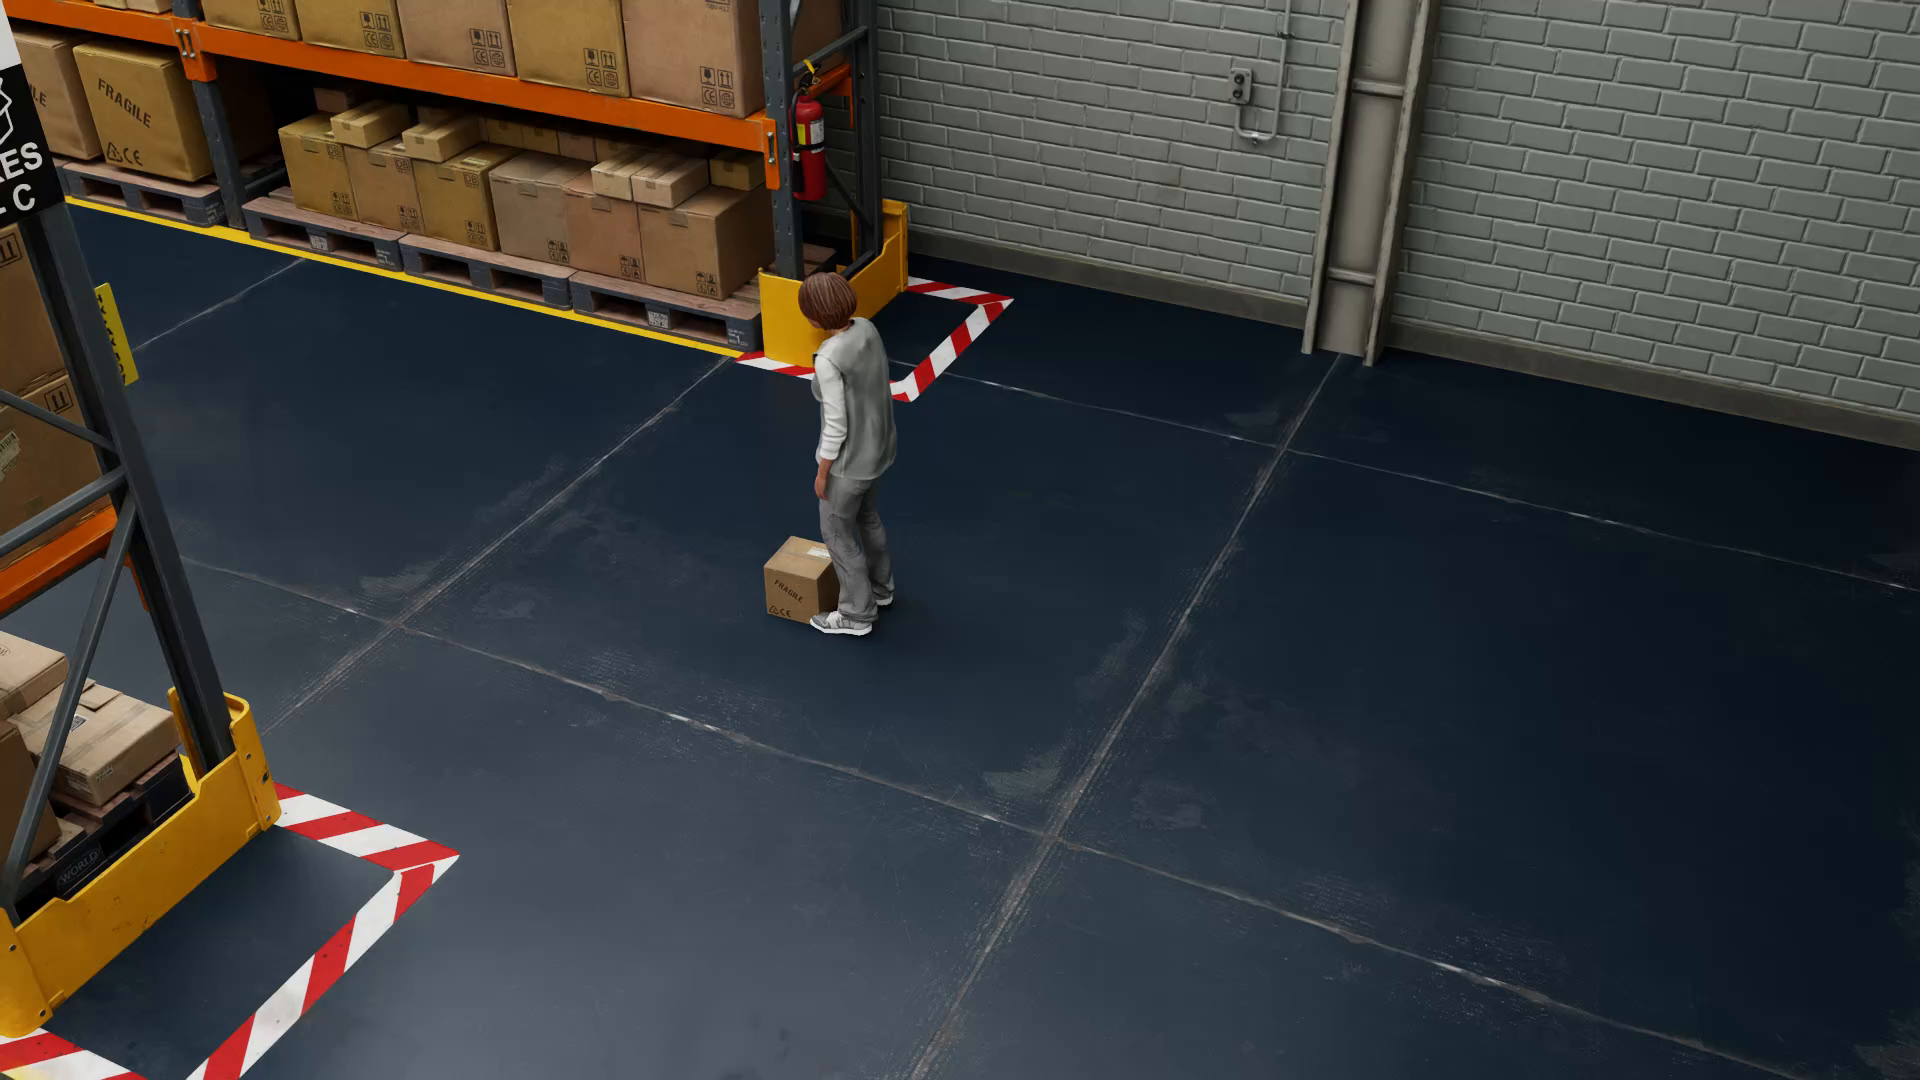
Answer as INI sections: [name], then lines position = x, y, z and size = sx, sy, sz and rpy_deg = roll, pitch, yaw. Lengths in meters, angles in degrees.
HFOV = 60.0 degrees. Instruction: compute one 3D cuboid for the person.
[person]
position = -0.436, -0.326, 6.643
size = 0.345, 1.581, 0.460
rpy_deg = 14, 36, 19
